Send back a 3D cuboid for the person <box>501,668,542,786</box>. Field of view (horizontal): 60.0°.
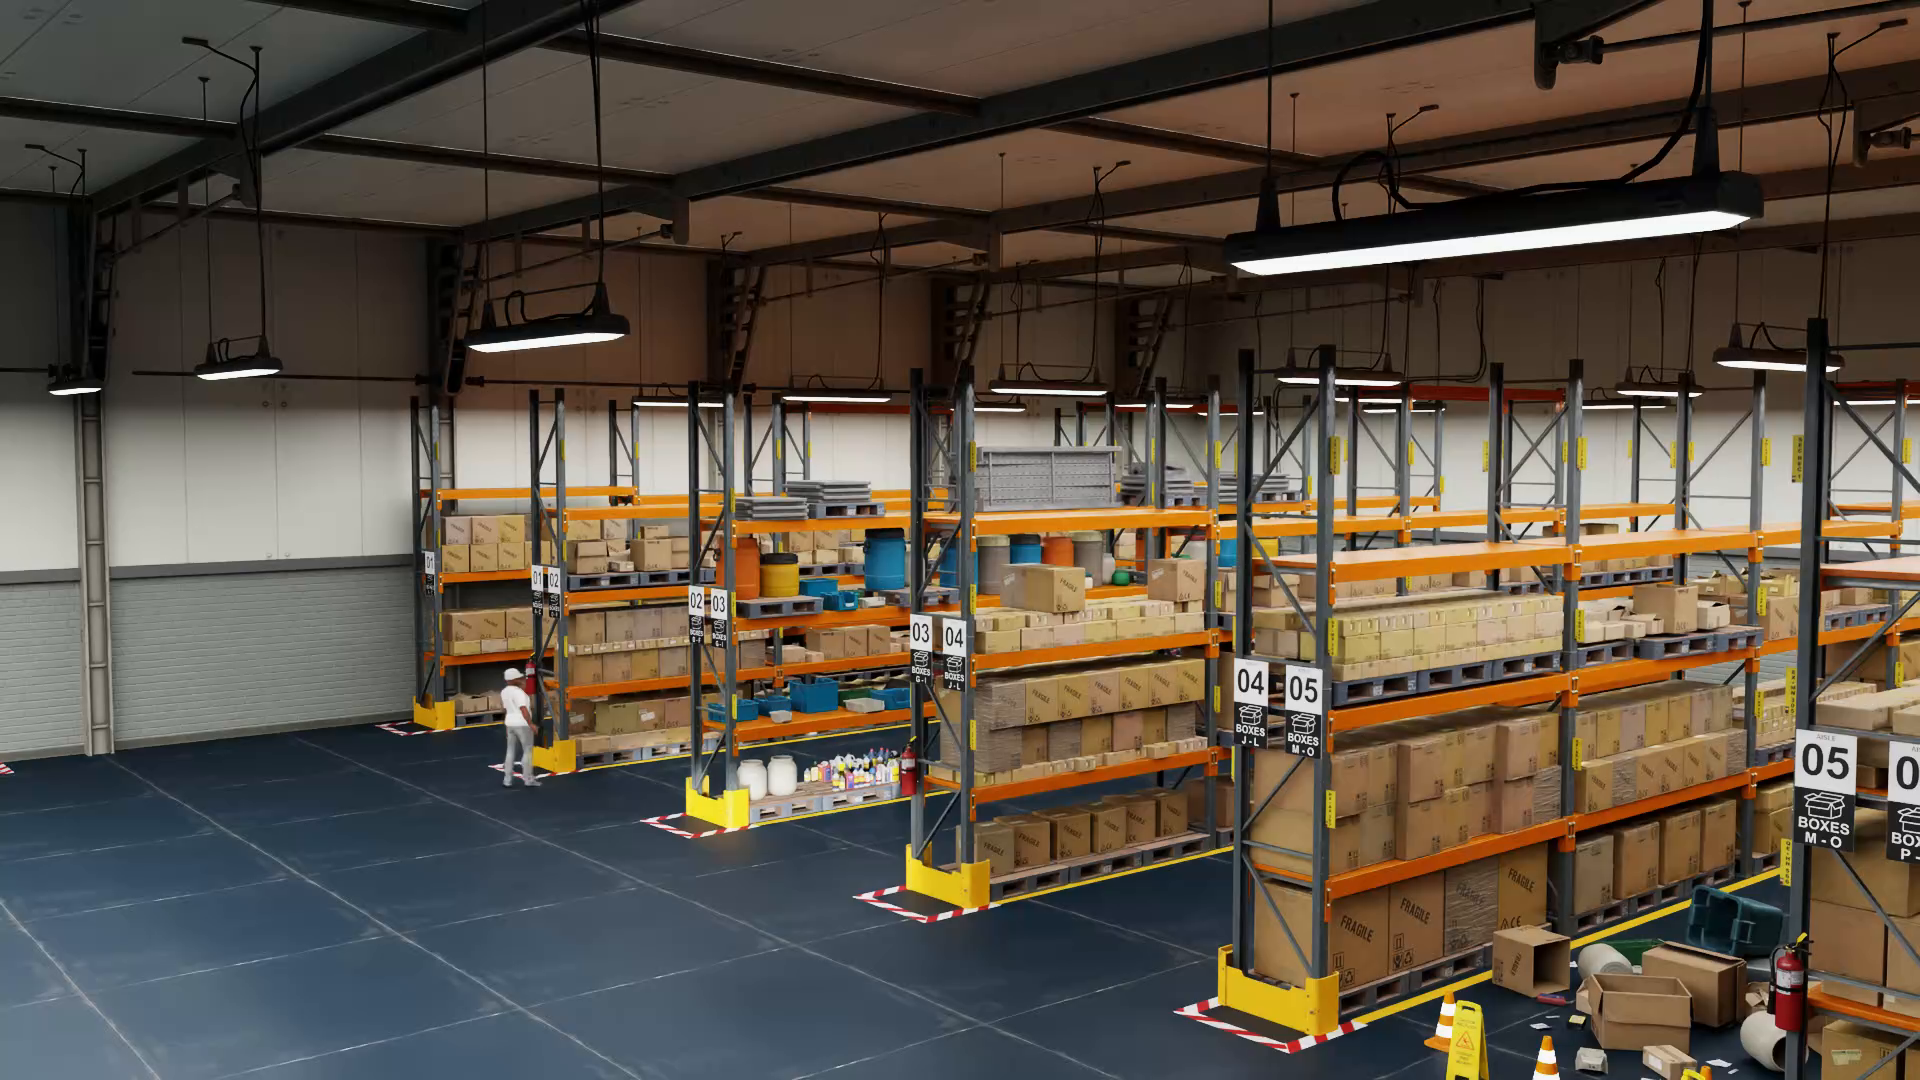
[{"bbox_3d":[-6.541,2.805,24.893,0.772,1.772,0.470,3,4,40],"label":"person"}]
